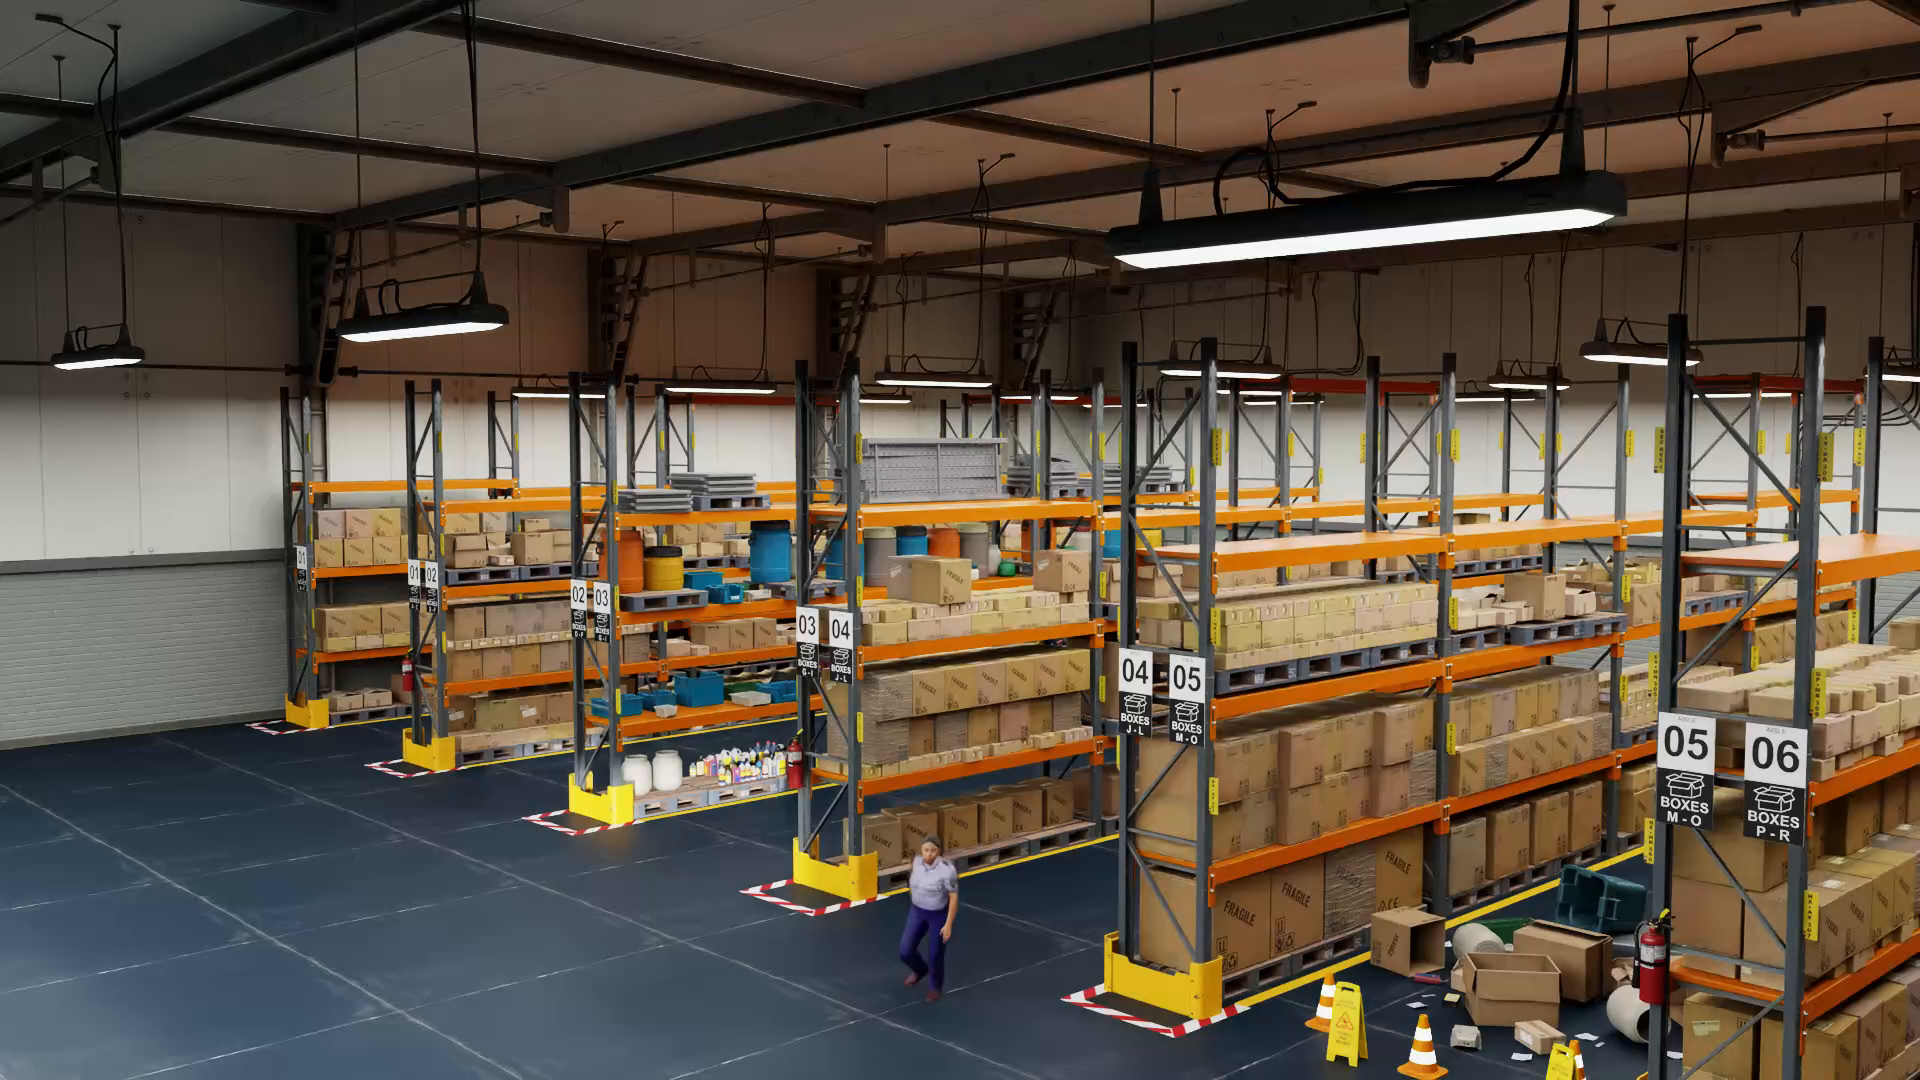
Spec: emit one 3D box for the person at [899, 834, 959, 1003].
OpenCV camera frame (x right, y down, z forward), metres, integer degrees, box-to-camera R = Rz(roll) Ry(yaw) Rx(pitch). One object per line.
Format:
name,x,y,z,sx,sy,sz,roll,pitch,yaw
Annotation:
person,-0.271,3.414,15.066,0.638,1.609,0.545,2,4,22
